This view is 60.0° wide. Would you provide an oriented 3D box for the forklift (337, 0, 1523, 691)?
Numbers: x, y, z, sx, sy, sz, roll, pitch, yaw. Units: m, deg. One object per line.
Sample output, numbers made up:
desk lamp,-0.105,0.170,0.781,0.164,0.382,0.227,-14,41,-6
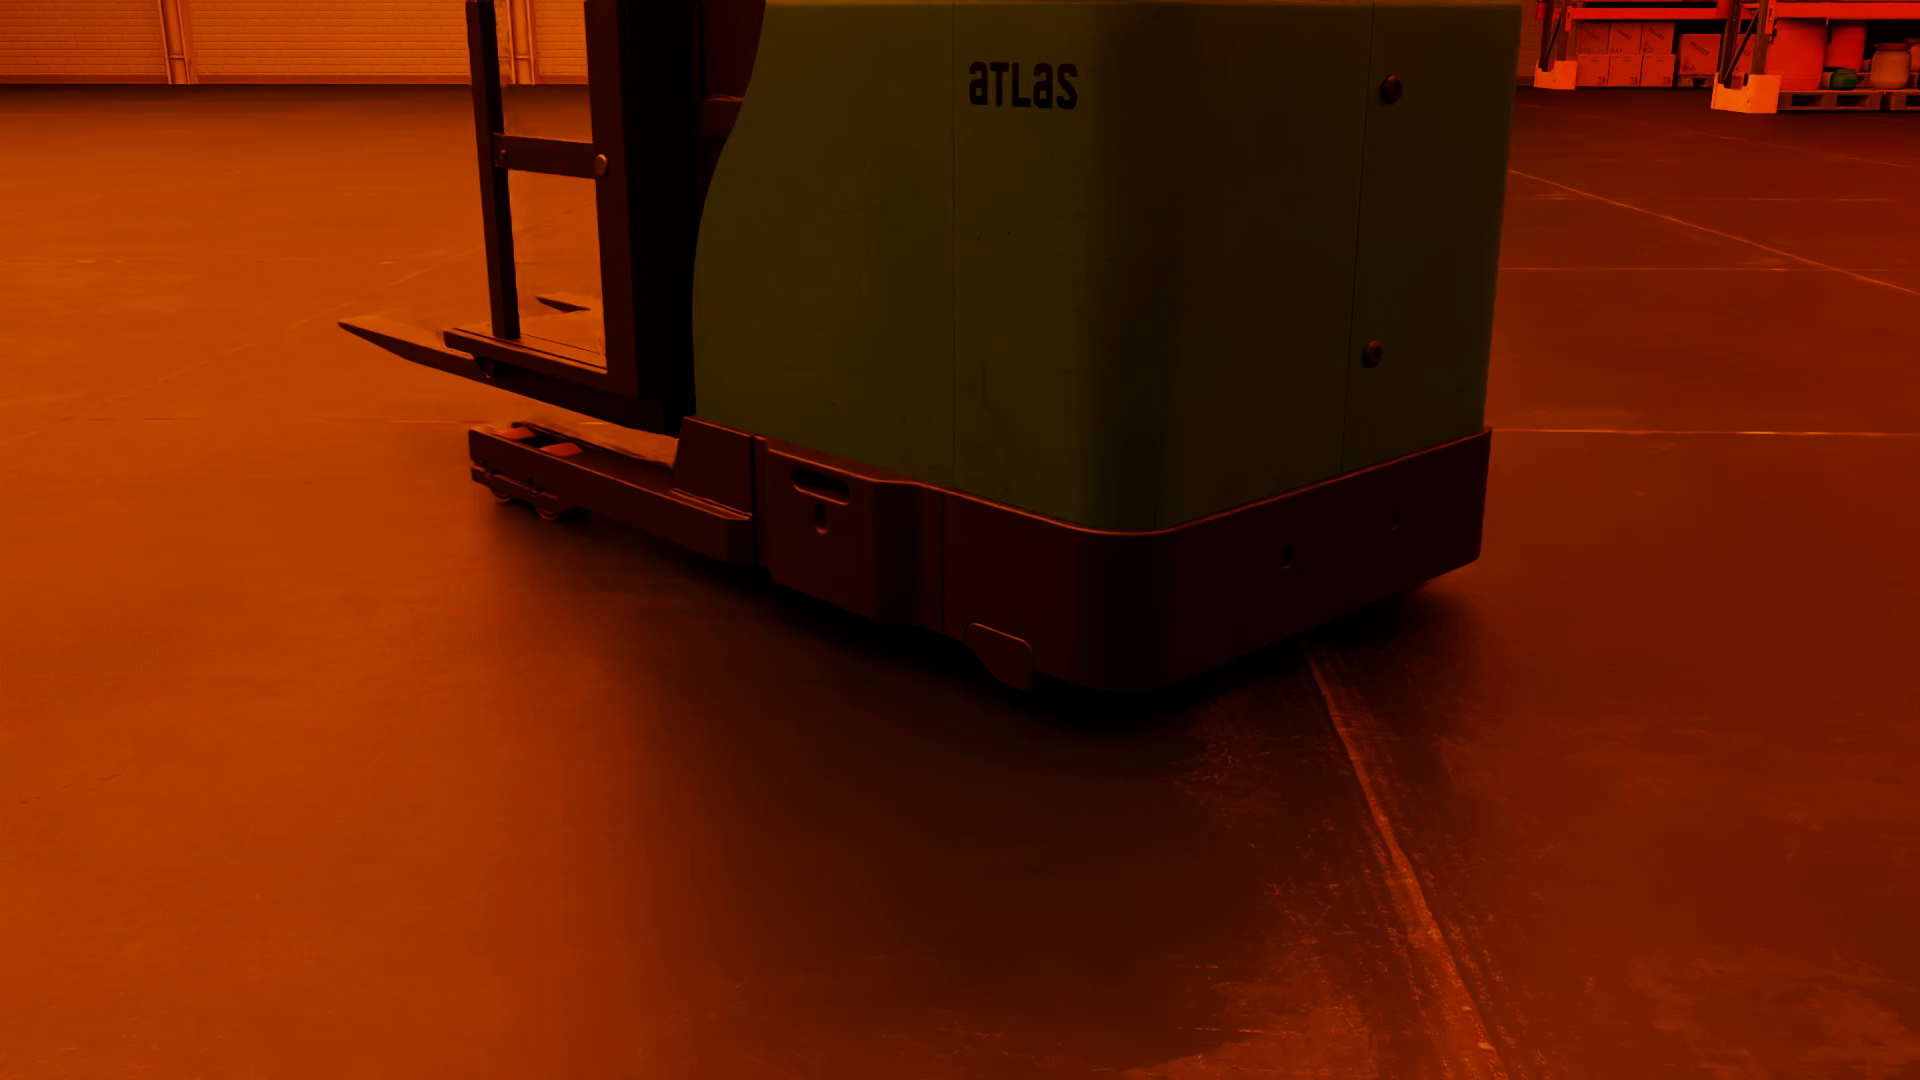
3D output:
forklift,-0.424,-1.530,3.357,1.130,2.935,3.031,-16,23,-41
